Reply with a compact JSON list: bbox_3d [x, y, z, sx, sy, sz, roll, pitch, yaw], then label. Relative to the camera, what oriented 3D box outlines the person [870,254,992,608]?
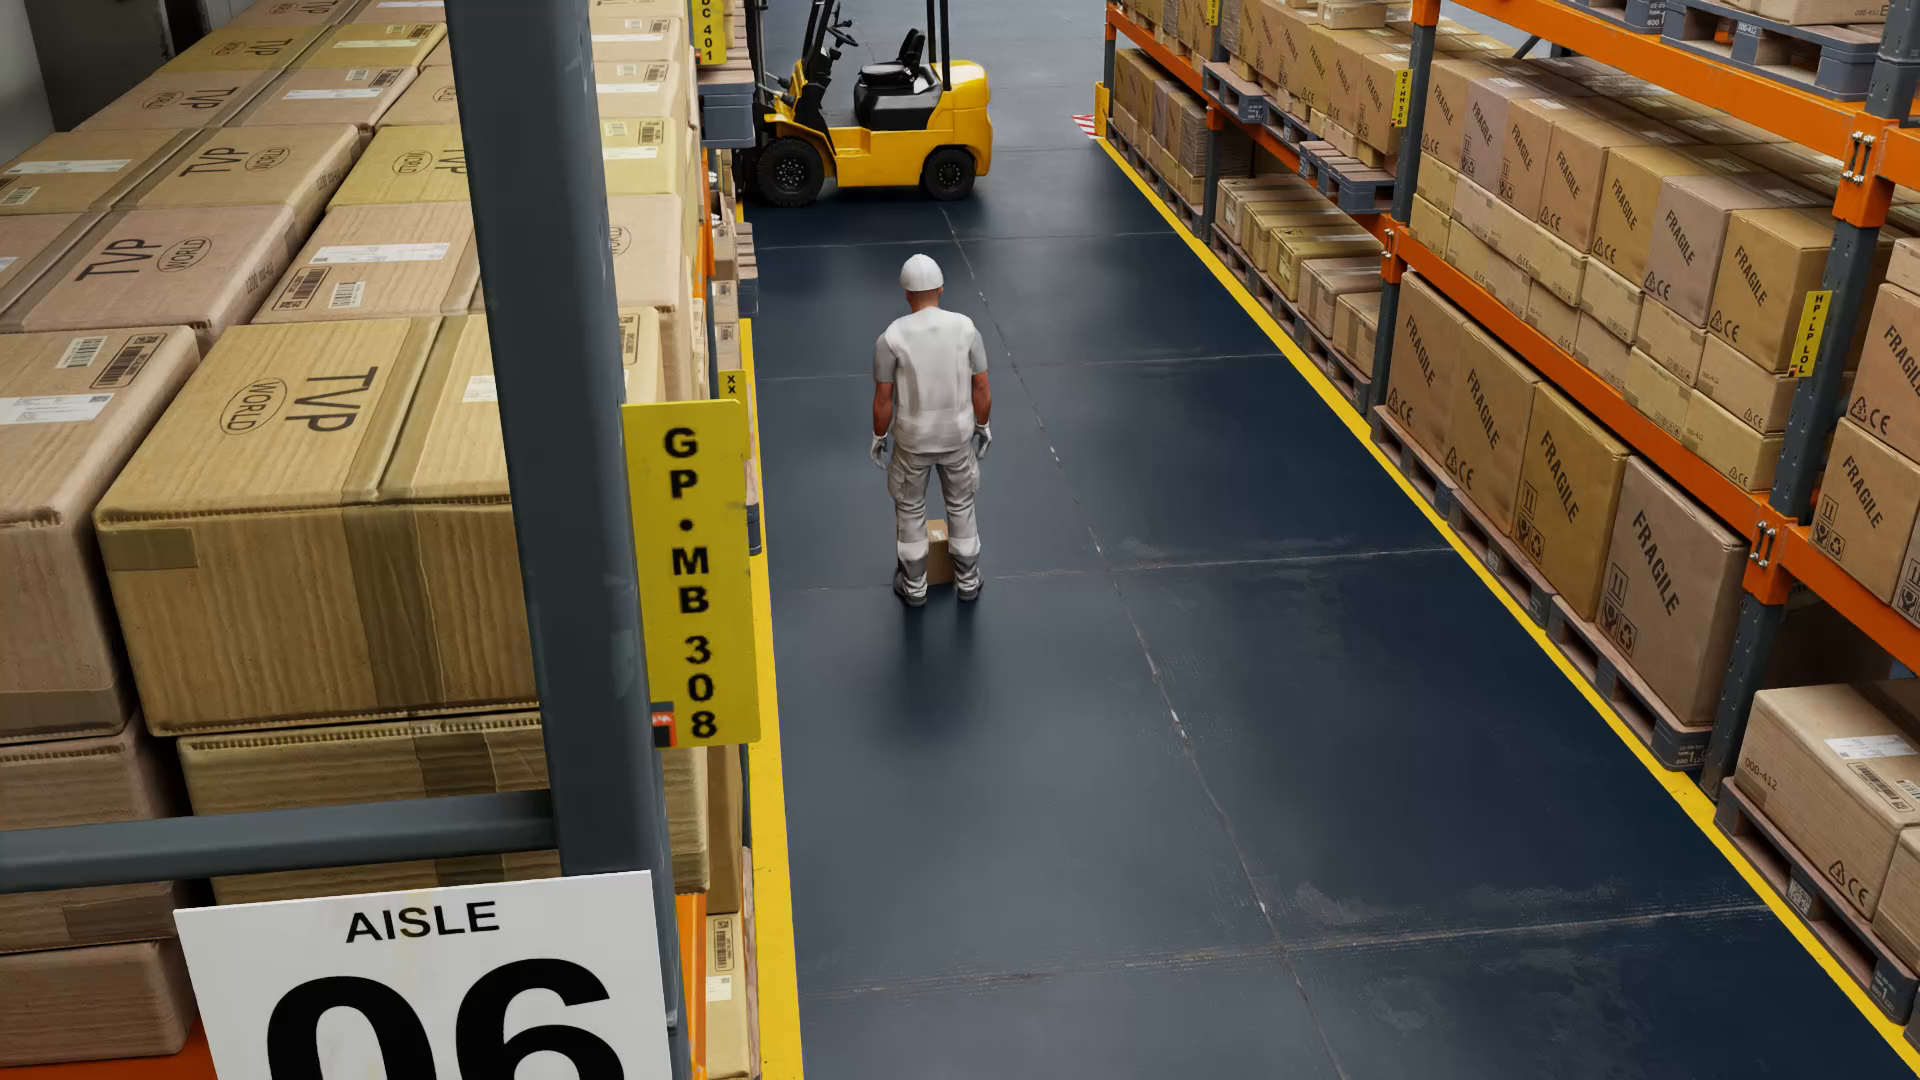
[{"bbox_3d":[-0.141,-0.511,8.109,0.609,1.777,0.453,-6,27,-11],"label":"person"}]
